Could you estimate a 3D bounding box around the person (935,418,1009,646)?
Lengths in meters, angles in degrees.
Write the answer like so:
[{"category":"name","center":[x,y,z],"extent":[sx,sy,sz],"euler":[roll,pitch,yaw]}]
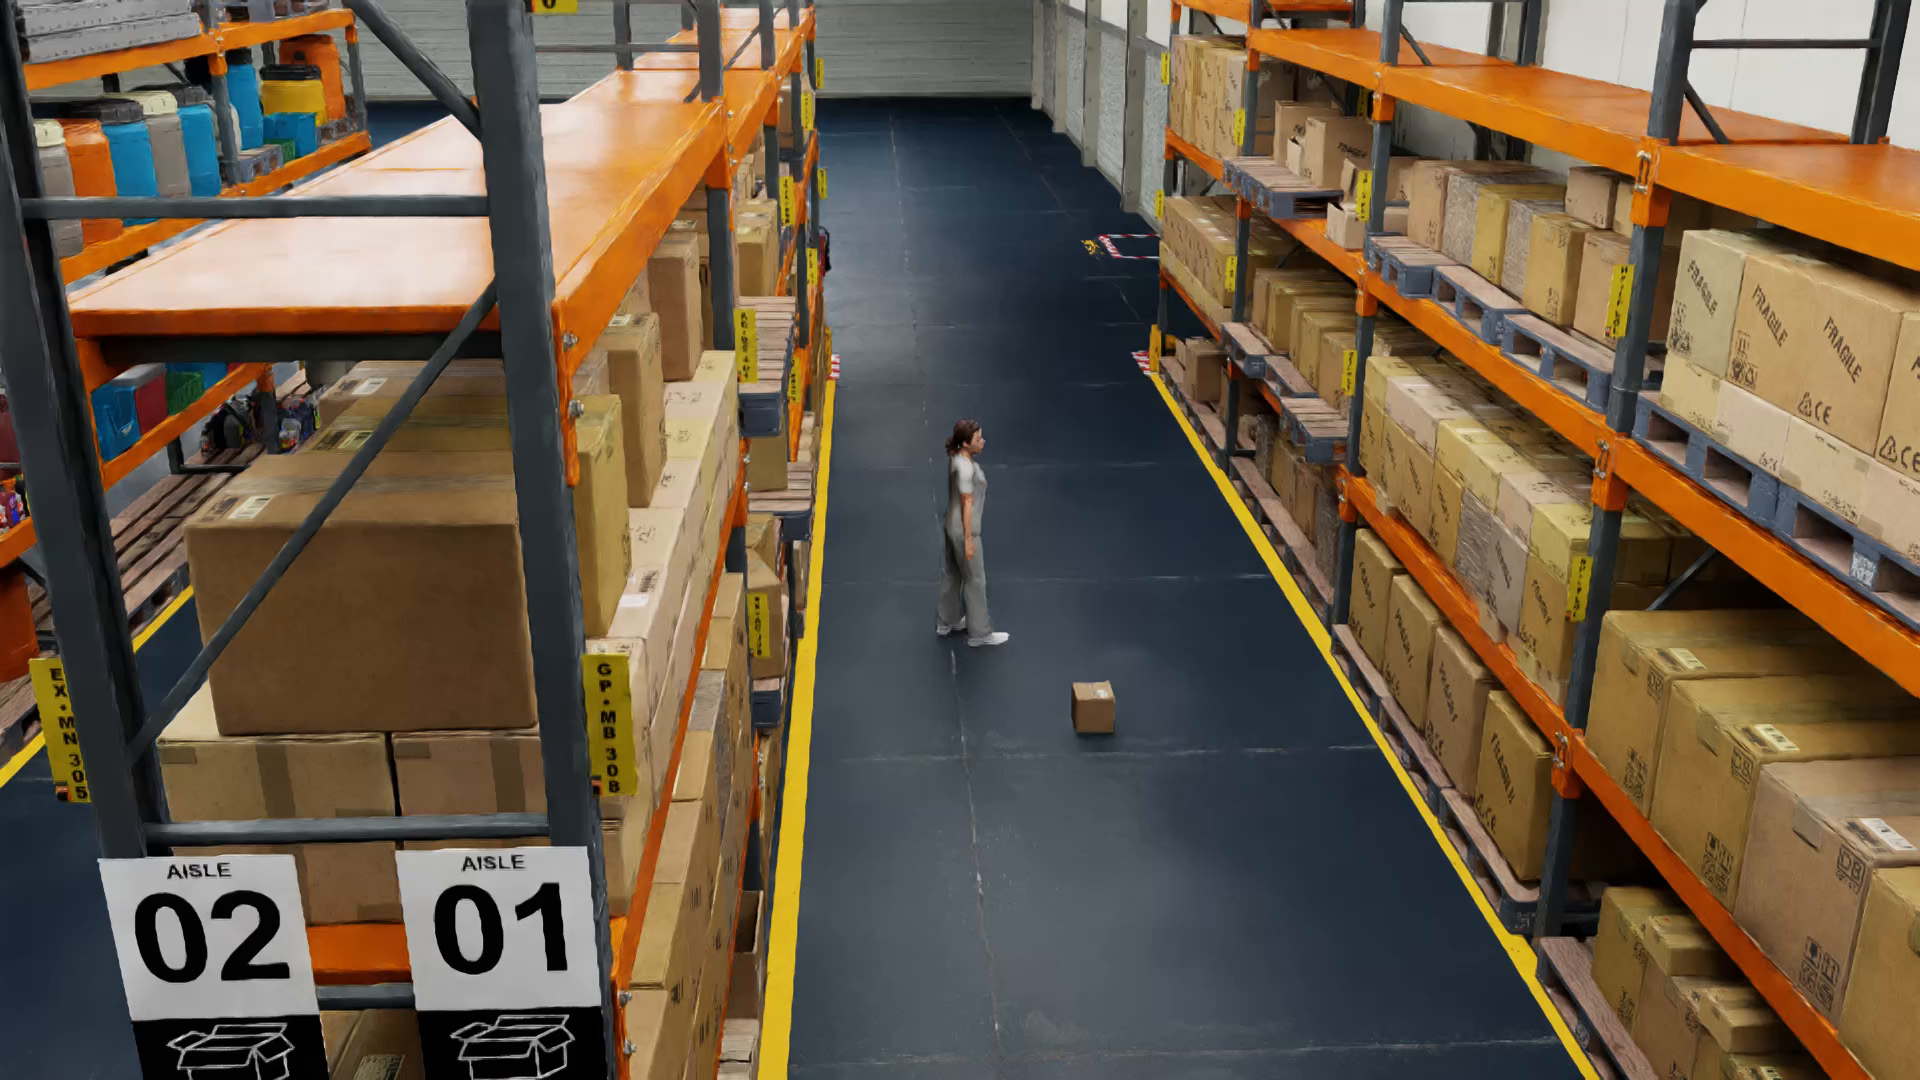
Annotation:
[{"category":"person","center":[0.085,-0.057,11.982],"extent":[0.517,1.673,0.616],"euler":[-3,21,-7]}]
